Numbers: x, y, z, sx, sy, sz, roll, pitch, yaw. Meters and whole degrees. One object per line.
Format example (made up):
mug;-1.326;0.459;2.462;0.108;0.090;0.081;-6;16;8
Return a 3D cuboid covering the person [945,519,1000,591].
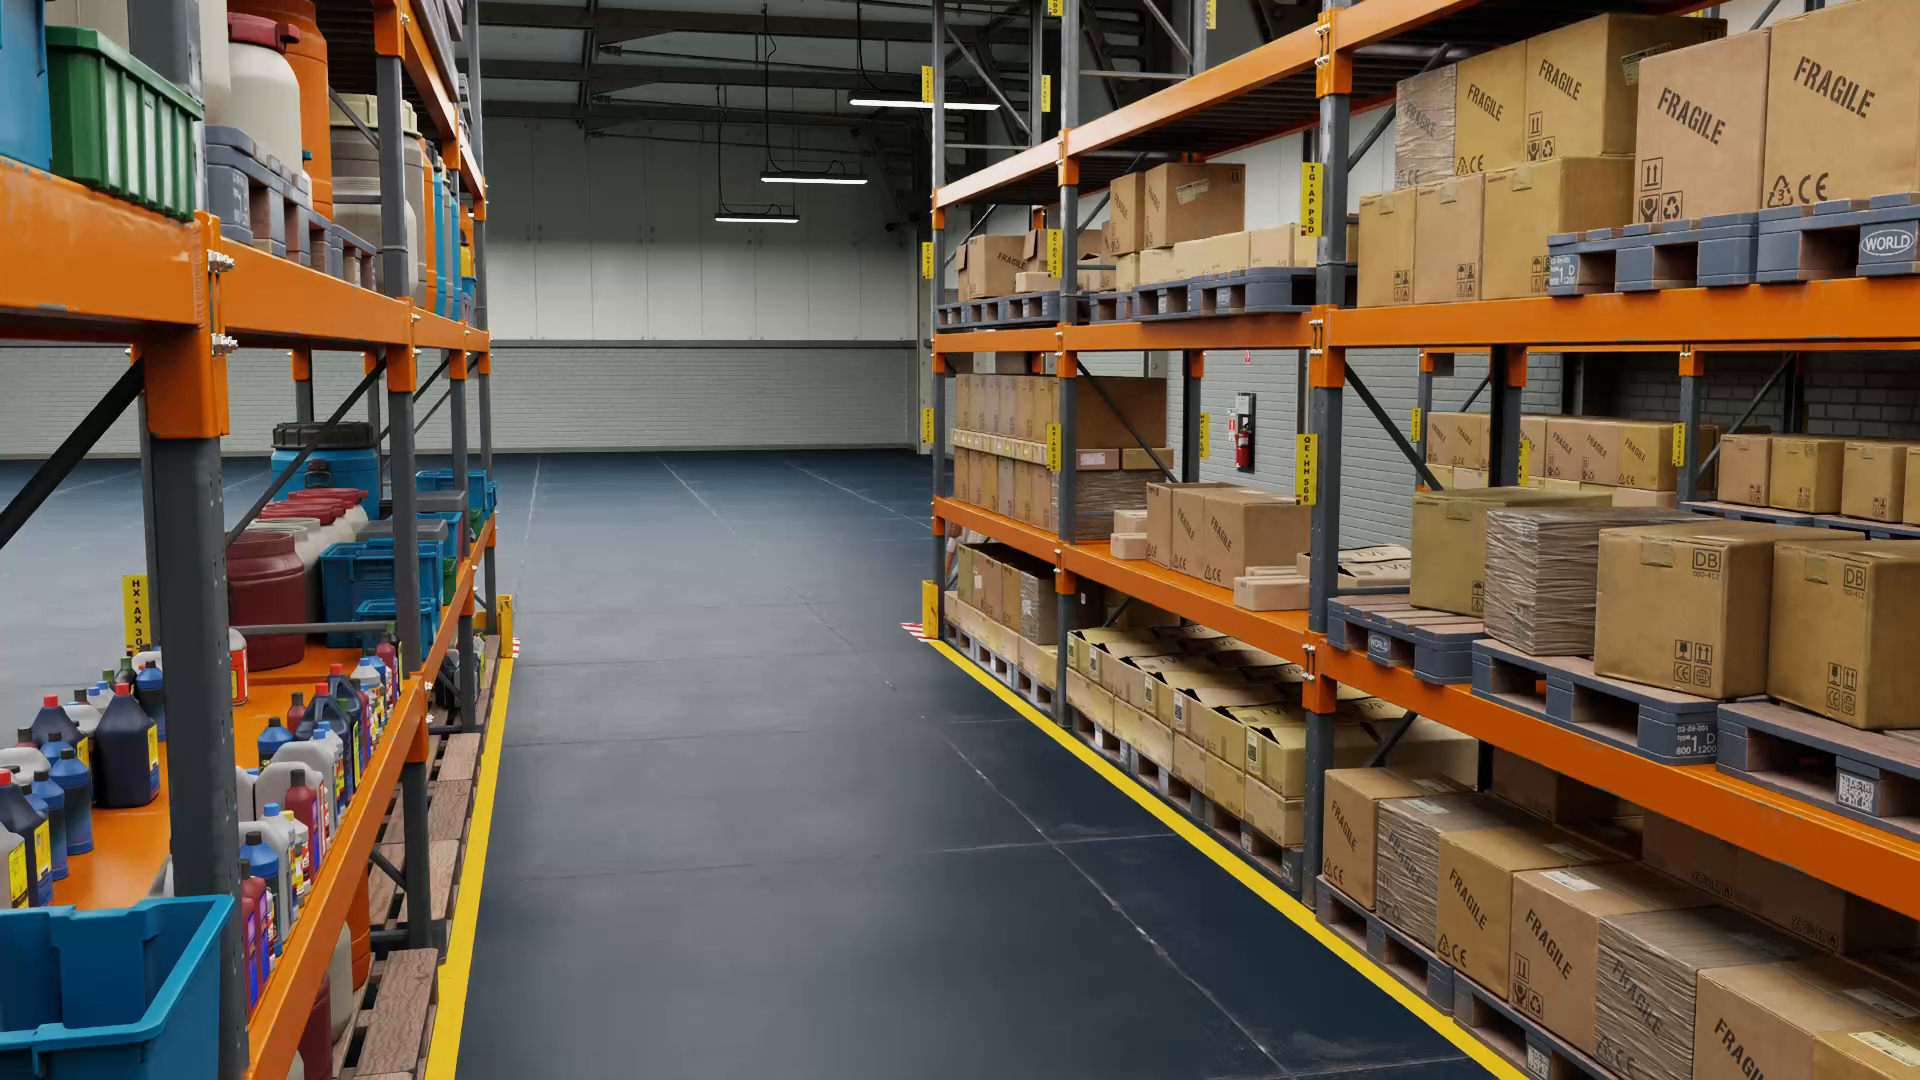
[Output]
person;0.145;0.241;16.748;0.837;1.067;0.536;-3;7;-27
